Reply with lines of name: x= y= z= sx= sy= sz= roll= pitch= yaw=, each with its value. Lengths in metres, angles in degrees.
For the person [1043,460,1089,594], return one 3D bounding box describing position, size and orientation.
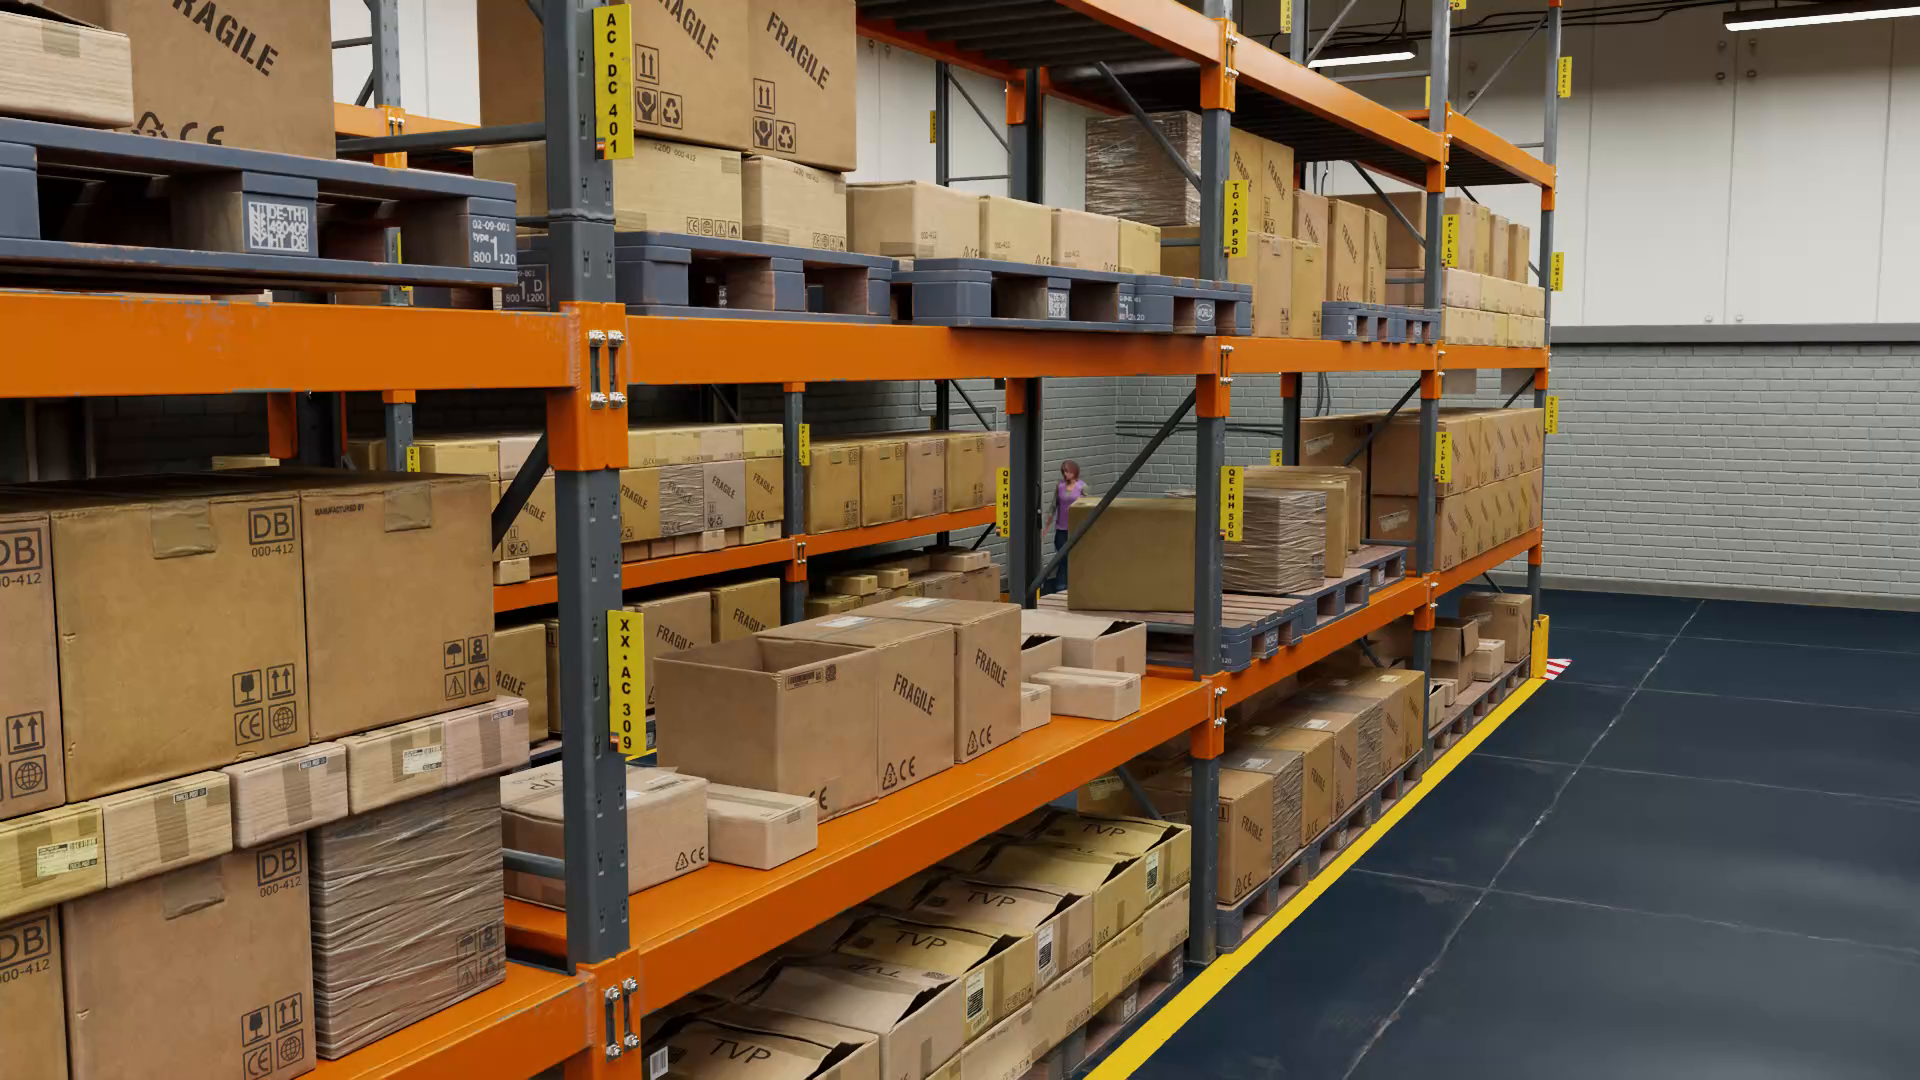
person: x=1.212 y=-0.085 z=18.571 sx=0.607 sy=1.542 sz=0.581 roll=2 pitch=6 yaw=16
